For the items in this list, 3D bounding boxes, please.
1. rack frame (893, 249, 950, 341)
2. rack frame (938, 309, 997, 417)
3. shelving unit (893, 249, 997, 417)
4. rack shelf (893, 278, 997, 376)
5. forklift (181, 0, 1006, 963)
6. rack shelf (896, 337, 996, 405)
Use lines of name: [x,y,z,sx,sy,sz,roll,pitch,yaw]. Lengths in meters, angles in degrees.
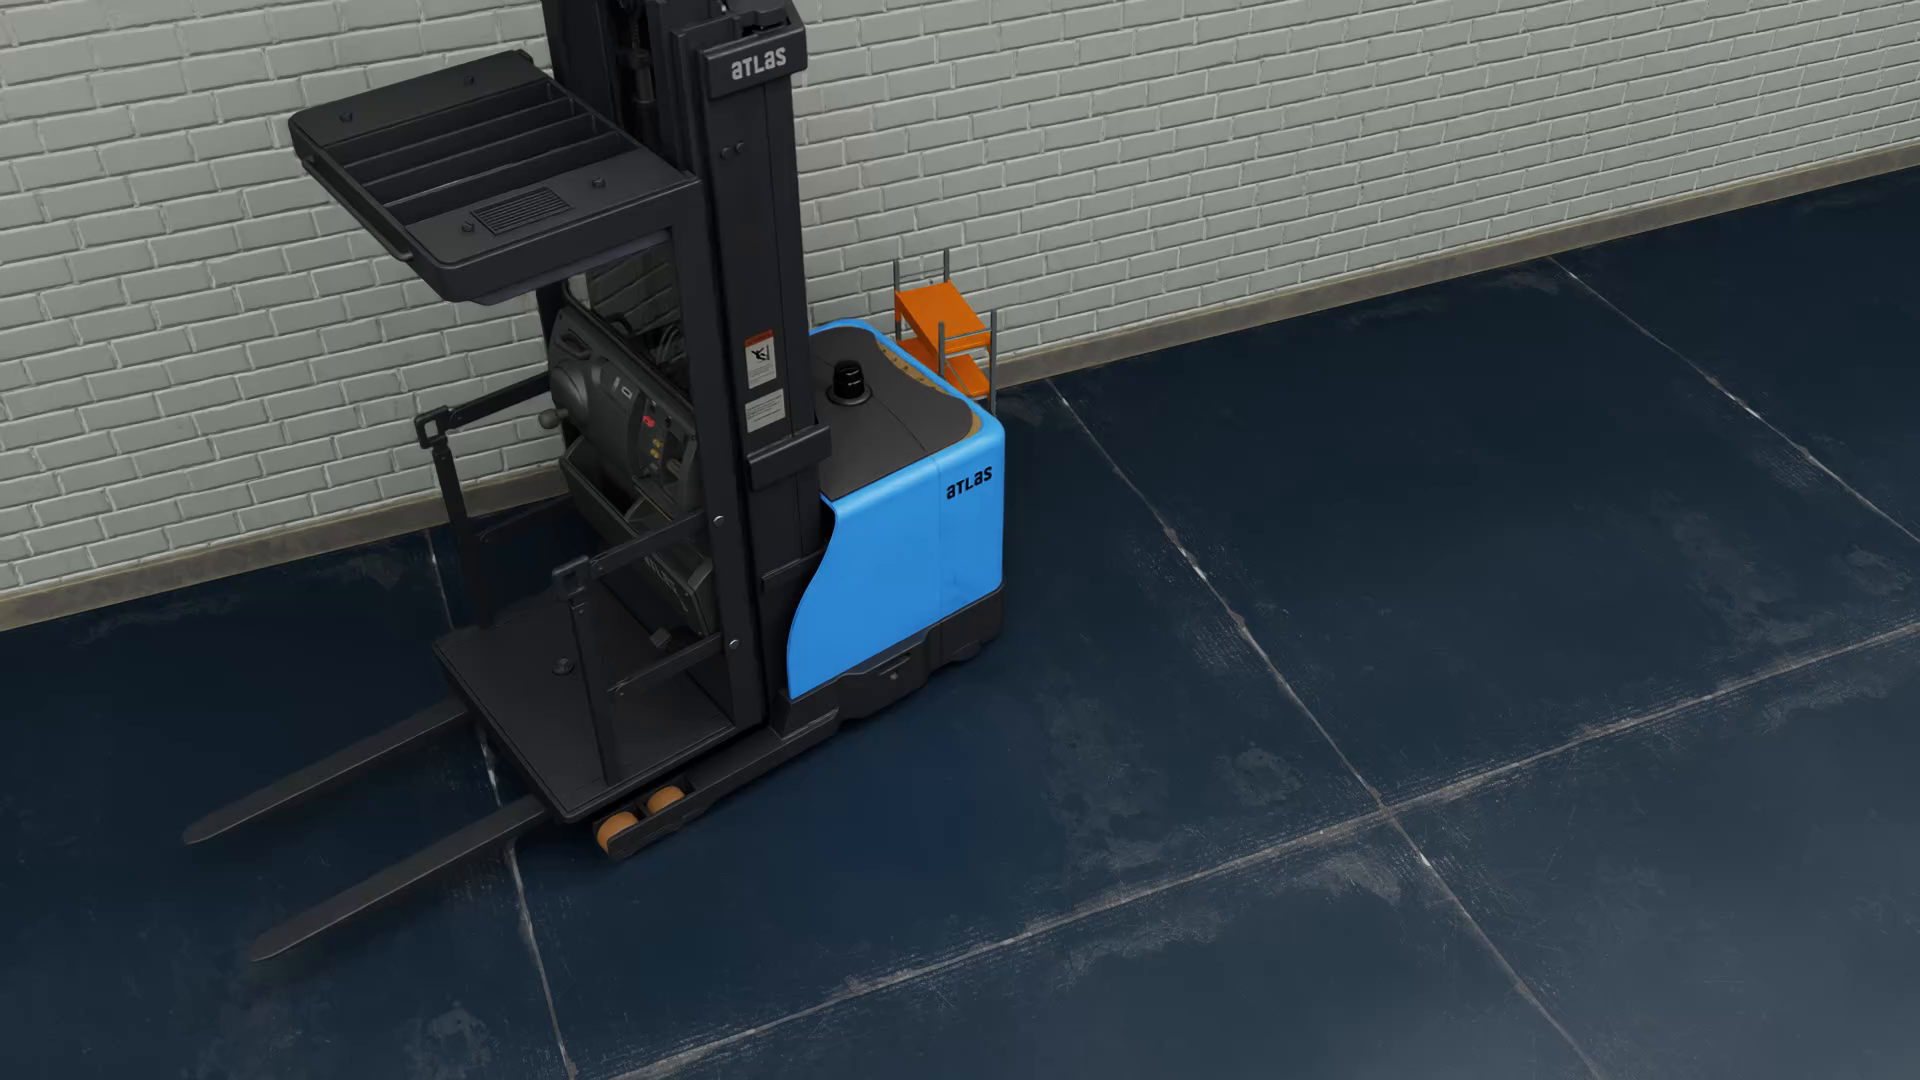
rack frame: [-0.157,-0.702,7.146,0.240,1.200,0.015,-15,43,-17]
rack frame: [0.030,-0.408,6.804,0.240,1.200,0.015,-15,43,-17]
shelving unit: [-0.063,-0.555,6.975,0.258,1.200,0.503,-15,43,-17]
rack shelf: [-0.063,-0.853,6.719,0.258,0.148,0.480,-15,43,-17]
forklift: [-1.290,-0.369,5.431,3.031,2.935,1.130,-27,48,-28]
rack shelf: [-0.063,-0.673,6.873,0.258,0.148,0.480,-15,43,-17]
